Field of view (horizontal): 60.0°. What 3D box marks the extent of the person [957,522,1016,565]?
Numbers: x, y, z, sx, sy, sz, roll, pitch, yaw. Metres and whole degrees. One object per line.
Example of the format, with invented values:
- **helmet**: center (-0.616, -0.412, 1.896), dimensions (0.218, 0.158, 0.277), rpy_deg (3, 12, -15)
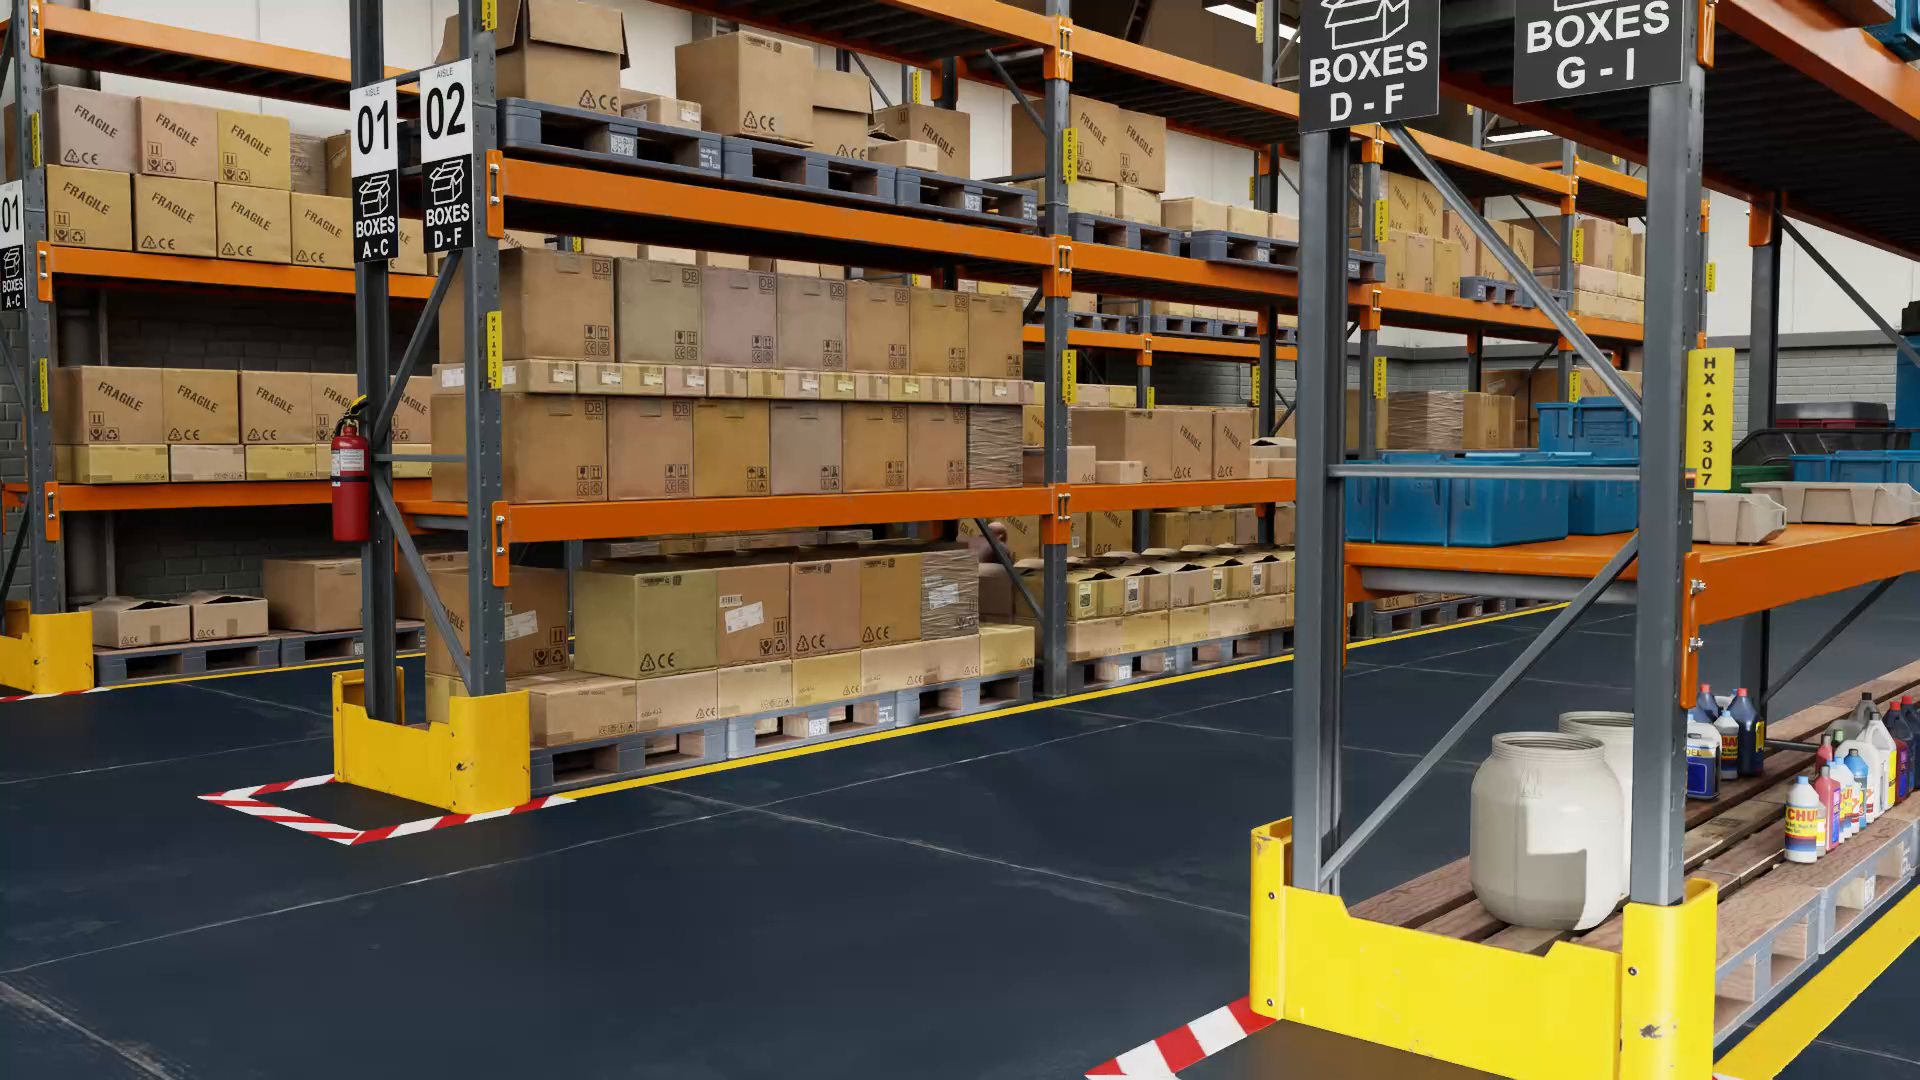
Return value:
- **person**: center (0.171, 0.359, 12.781), dimensions (0.581, 0.938, 1.014), rpy_deg (3, 5, 40)
